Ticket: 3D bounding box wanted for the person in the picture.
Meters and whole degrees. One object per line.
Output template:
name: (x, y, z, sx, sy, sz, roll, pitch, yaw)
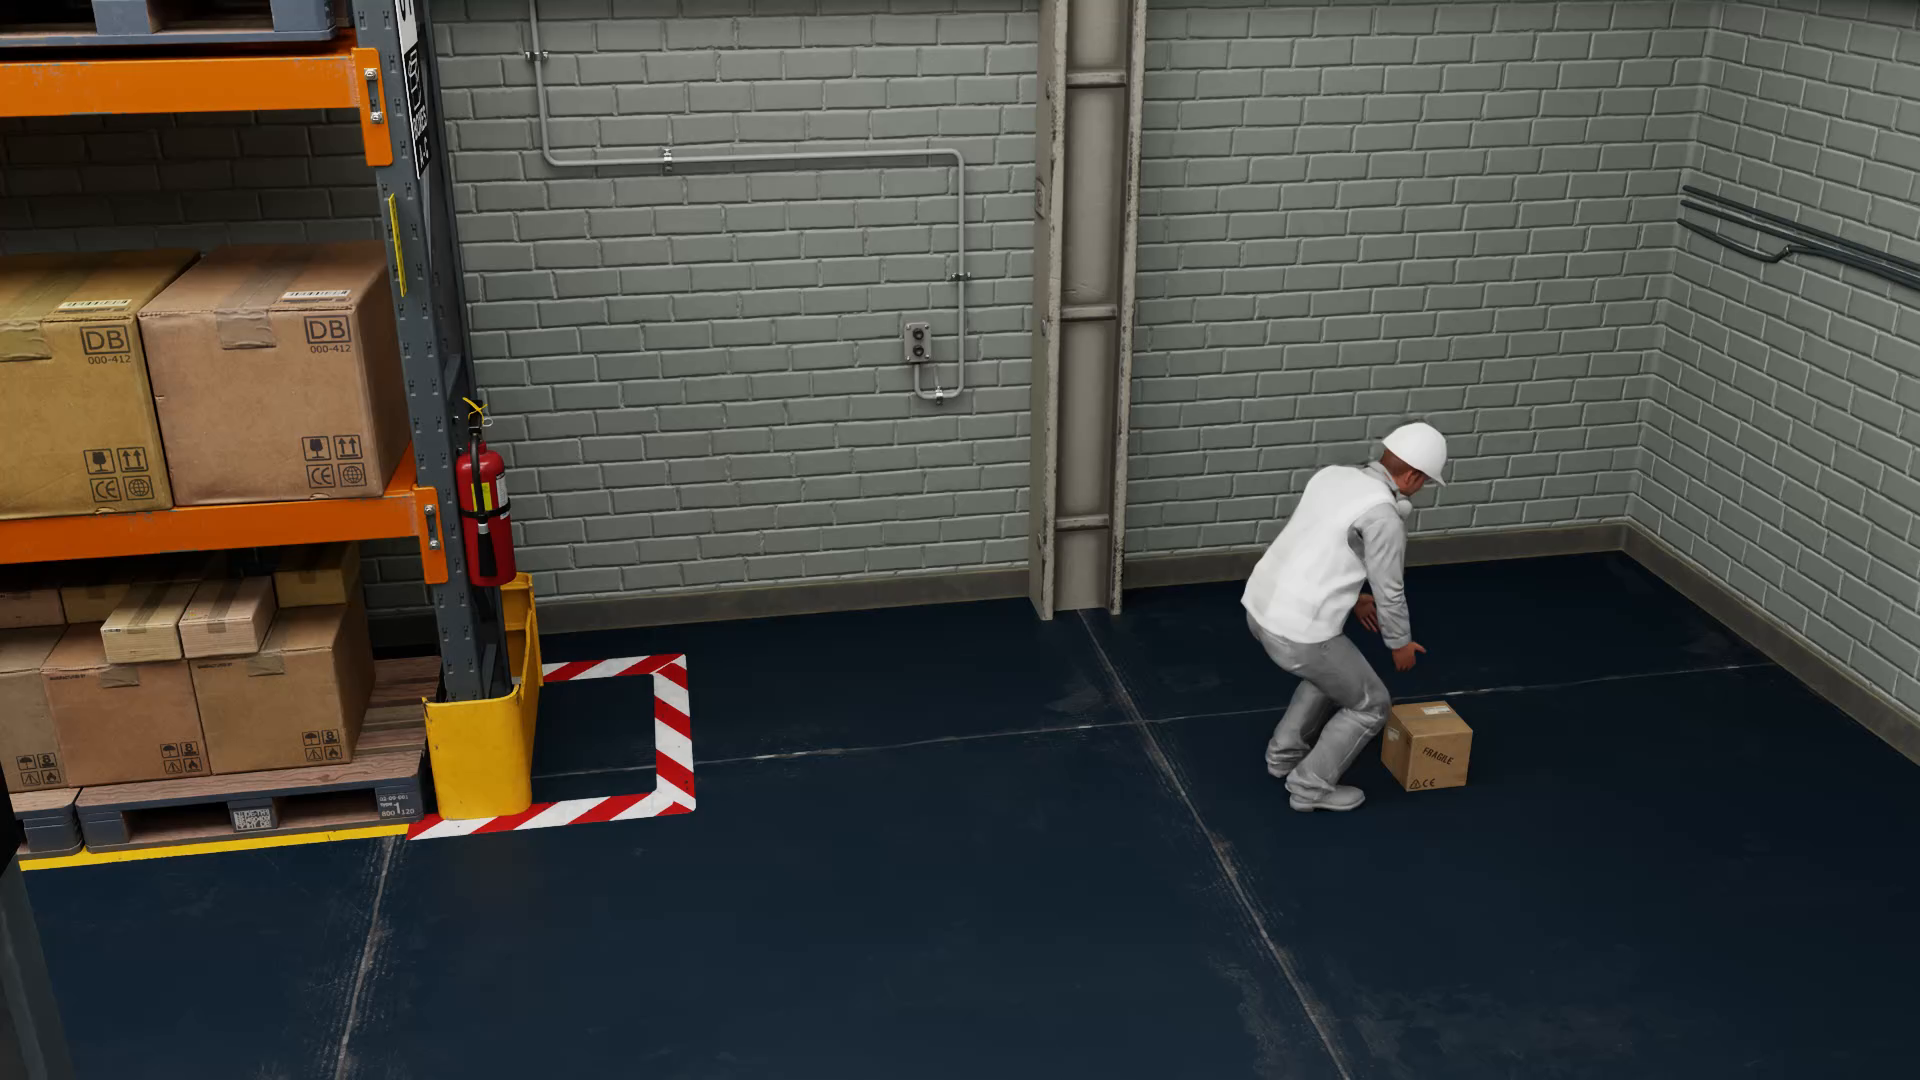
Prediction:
person: (1.435, 0.274, 6.306, 0.734, 1.478, 0.591, -4, 24, -9)
